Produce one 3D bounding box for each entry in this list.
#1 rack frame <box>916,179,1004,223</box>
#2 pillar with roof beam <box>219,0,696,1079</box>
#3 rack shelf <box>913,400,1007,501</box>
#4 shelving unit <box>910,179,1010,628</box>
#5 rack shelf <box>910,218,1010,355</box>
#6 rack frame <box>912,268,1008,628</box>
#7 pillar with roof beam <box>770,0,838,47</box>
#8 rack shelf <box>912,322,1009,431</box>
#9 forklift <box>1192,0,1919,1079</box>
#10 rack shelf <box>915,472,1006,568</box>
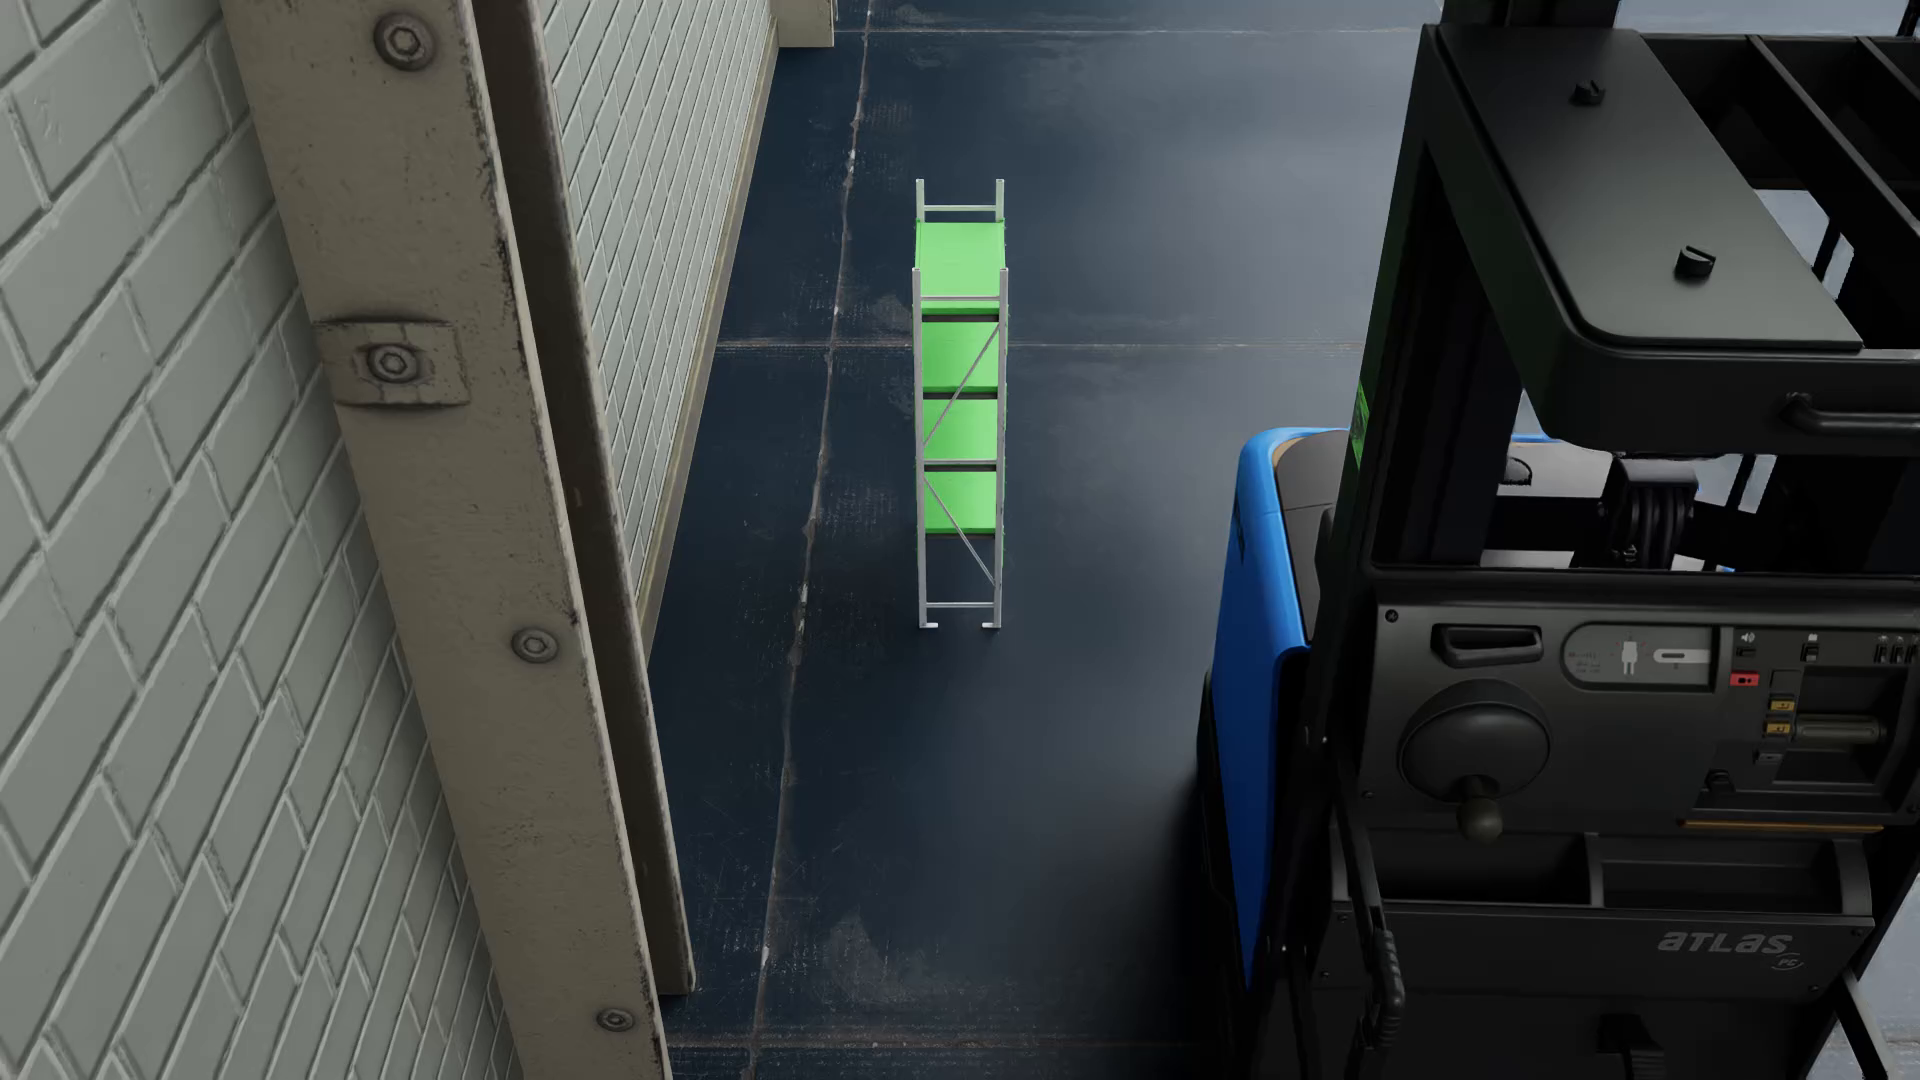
[{"bbox_3d":[0.000,-0.517,4.936,0.240,1.200,0.015,0,39,0],"label":"rack frame"},{"bbox_3d":[3.522,-2.358,0.996,9.100,9.000,0.400,0,39,0],"label":"pillar with roof beam"},{"bbox_3d":[0.000,-0.315,4.786,0.258,0.148,0.480,0,39,0],"label":"rack shelf"},{"bbox_3d":[0.000,-0.365,4.746,0.258,1.200,0.503,0,39,0],"label":"shelving unit"},{"bbox_3d":[0.000,-0.689,4.485,0.258,0.148,0.480,0,39,0],"label":"rack shelf"},{"bbox_3d":[0.001,-0.212,4.555,0.240,1.200,0.015,0,39,0],"label":"rack frame"},{"bbox_3d":[3.515,-6.110,5.678,9.100,9.000,0.400,0,39,0],"label":"pillar with roof beam"},{"bbox_3d":[0.000,-0.502,4.635,0.258,0.148,0.480,0,39,0],"label":"rack shelf"},{"bbox_3d":[1.107,0.358,2.459,1.130,2.935,3.031,1,39,2],"label":"forklift"},{"bbox_3d":[0.000,-0.128,4.936,0.258,0.148,0.480,0,39,0],"label":"rack shelf"}]
